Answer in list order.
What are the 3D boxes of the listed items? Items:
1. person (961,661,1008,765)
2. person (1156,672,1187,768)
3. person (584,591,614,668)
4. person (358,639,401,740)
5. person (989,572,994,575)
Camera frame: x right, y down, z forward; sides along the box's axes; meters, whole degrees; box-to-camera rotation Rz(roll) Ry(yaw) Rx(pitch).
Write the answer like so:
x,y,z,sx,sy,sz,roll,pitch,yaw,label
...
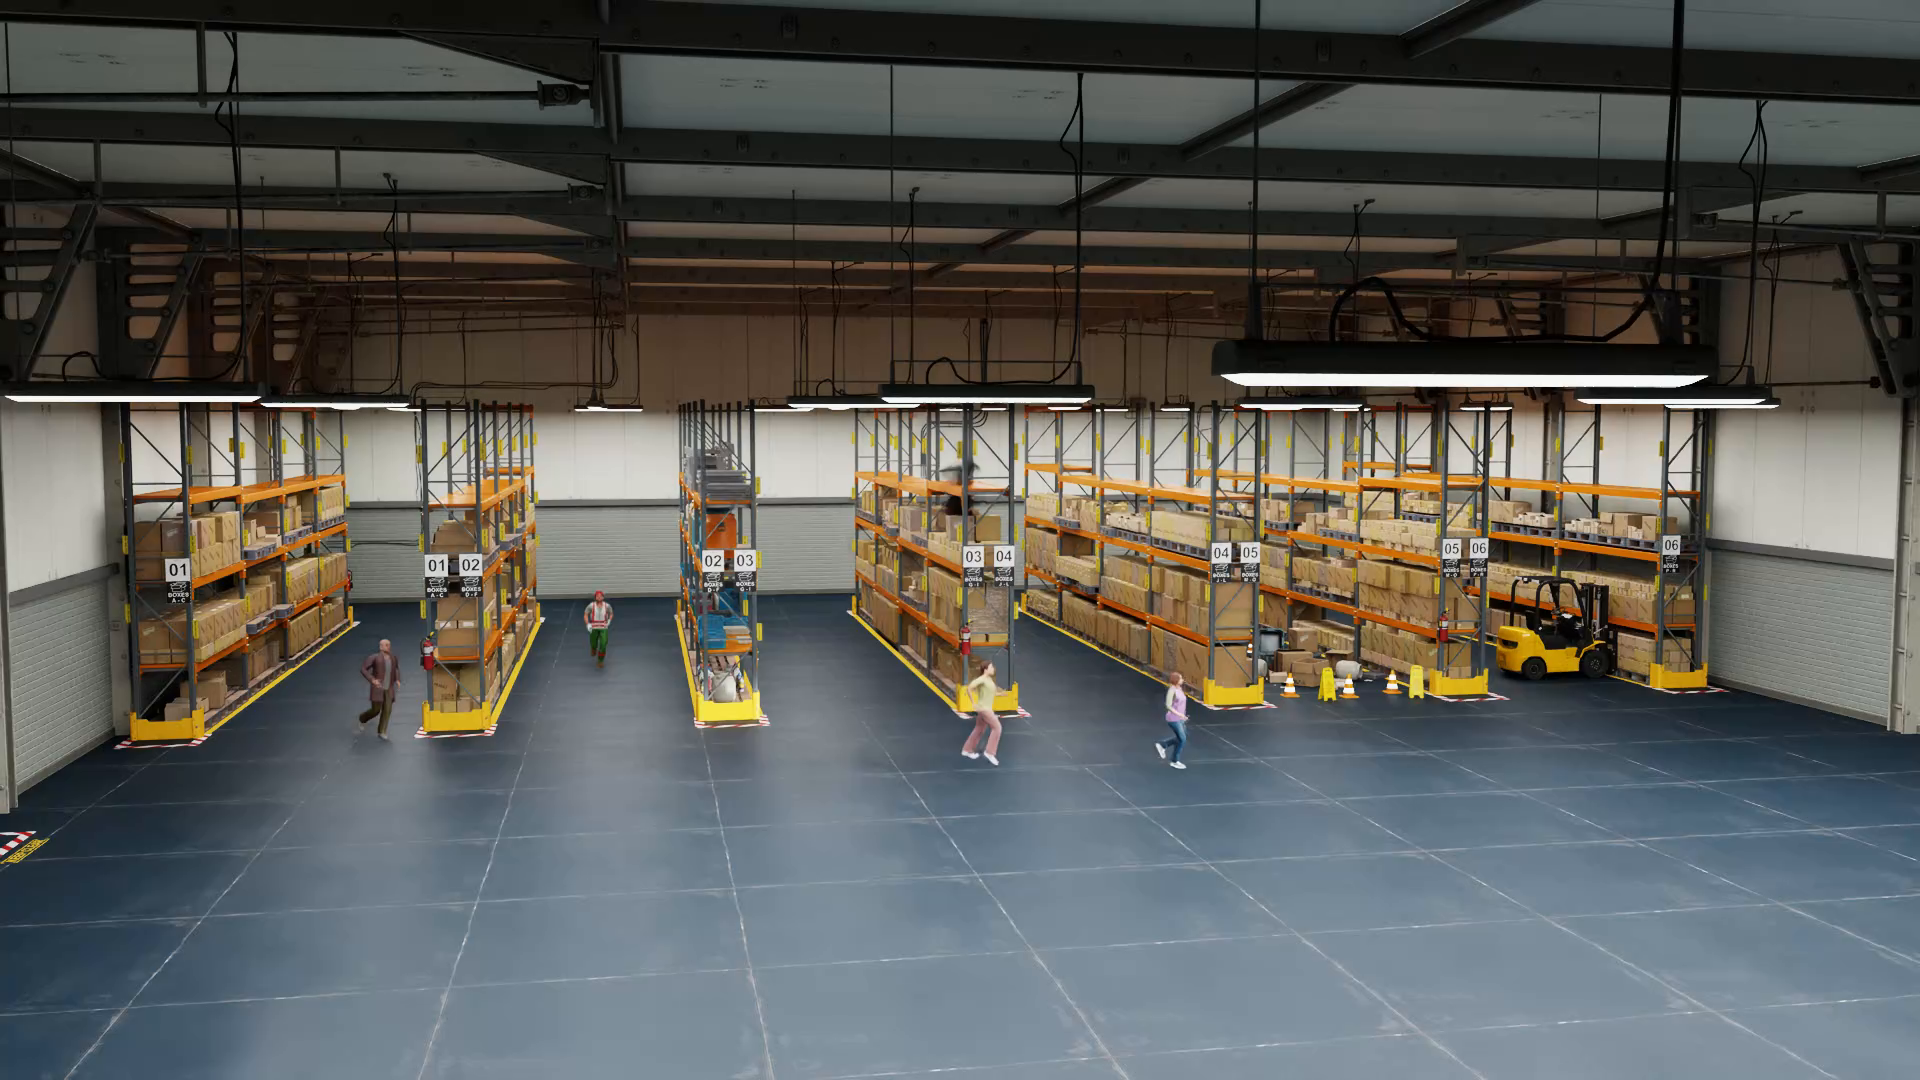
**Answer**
x,y,z,sx,sy,sz,roll,pitch,yaw,label
0.401,2.829,27.318,0.801,1.713,0.540,1,4,12,person
3.442,2.913,26.984,0.576,1.559,0.564,2,5,24,person
-8.218,2.011,37.889,0.659,1.729,0.720,-1,4,-15,person
-10.208,2.632,29.503,0.854,1.722,0.773,4,6,42,person
0.772,1.275,47.642,0.718,1.801,0.675,0,4,3,person
